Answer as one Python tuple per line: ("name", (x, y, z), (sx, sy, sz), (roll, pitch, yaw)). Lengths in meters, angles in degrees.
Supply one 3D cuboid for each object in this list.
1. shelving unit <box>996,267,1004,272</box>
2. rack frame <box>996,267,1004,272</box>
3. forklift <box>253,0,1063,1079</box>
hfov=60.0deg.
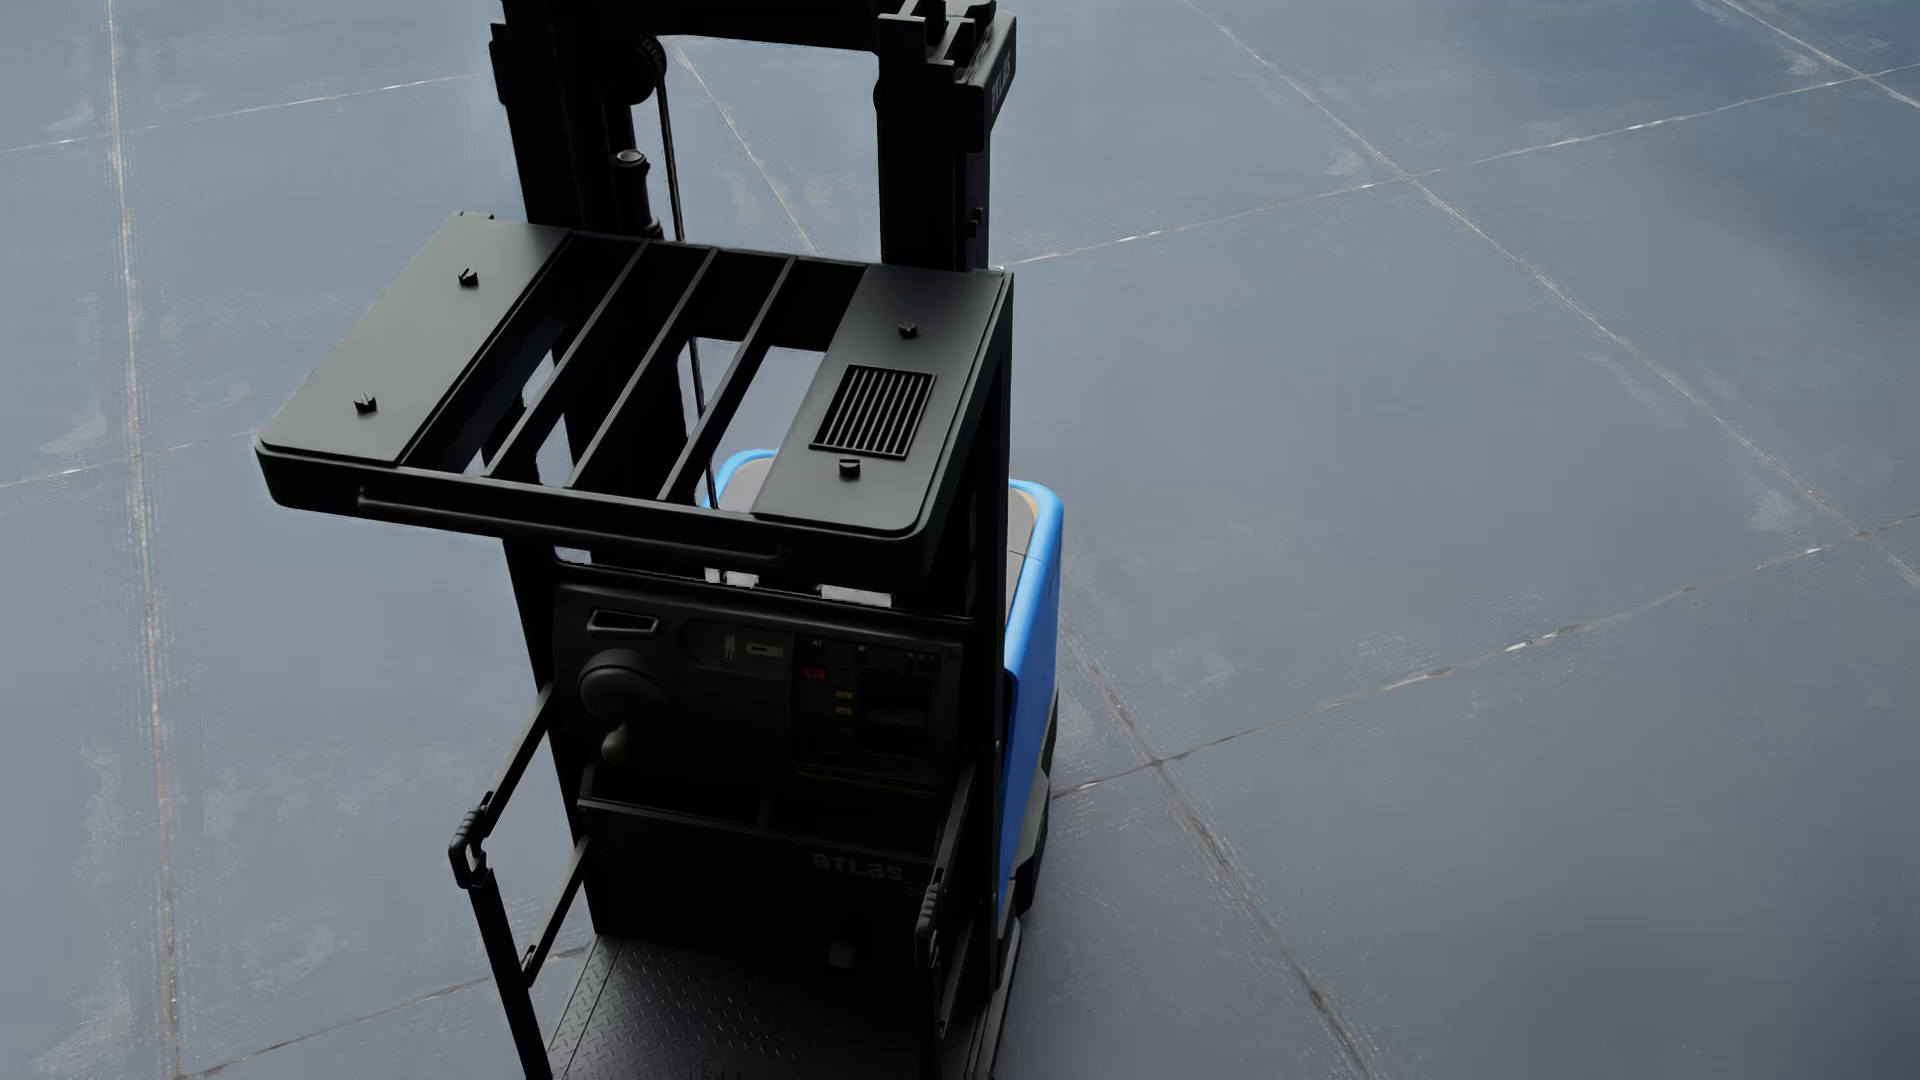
("shelving unit", (-0.063, -0.555, 5.975), (0.258, 1.200, 0.503), (-15, 43, -17))
("rack frame", (0.030, -0.408, 5.804), (0.240, 1.200, 0.015), (-15, 43, -17))
("forklift", (-0.495, 0.418, 3.516), (1.130, 2.935, 3.031), (8, 41, 9))
